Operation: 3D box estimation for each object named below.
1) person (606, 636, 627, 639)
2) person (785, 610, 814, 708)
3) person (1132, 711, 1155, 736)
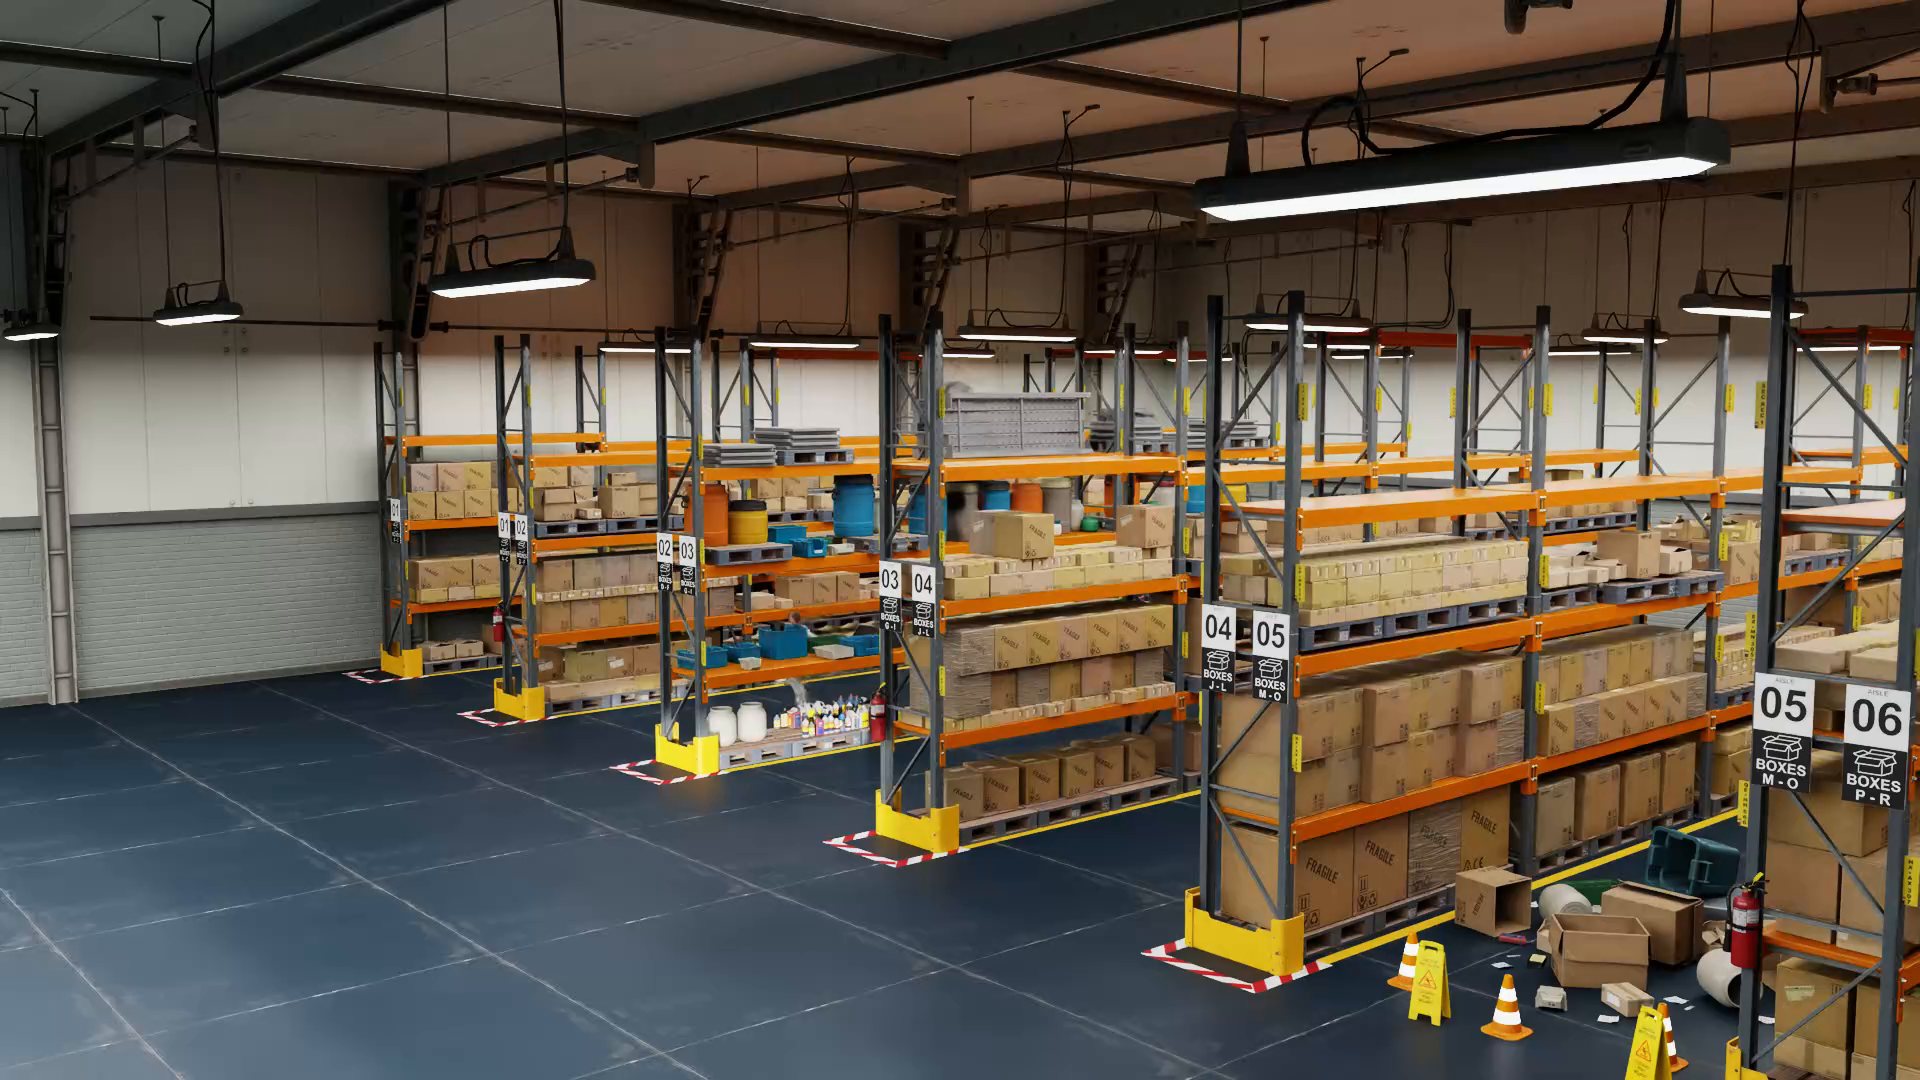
[{"bbox_3d":[-6.026,1.662,29.346,0.831,1.697,0.646,-5,7,-43],"label":"person"},{"bbox_3d":[-2.676,1.927,26.849,0.510,1.556,0.636,5,7,44],"label":"person"},{"bbox_3d":[2.634,2.188,24.123,0.563,1.613,0.693,4,7,40],"label":"person"}]
